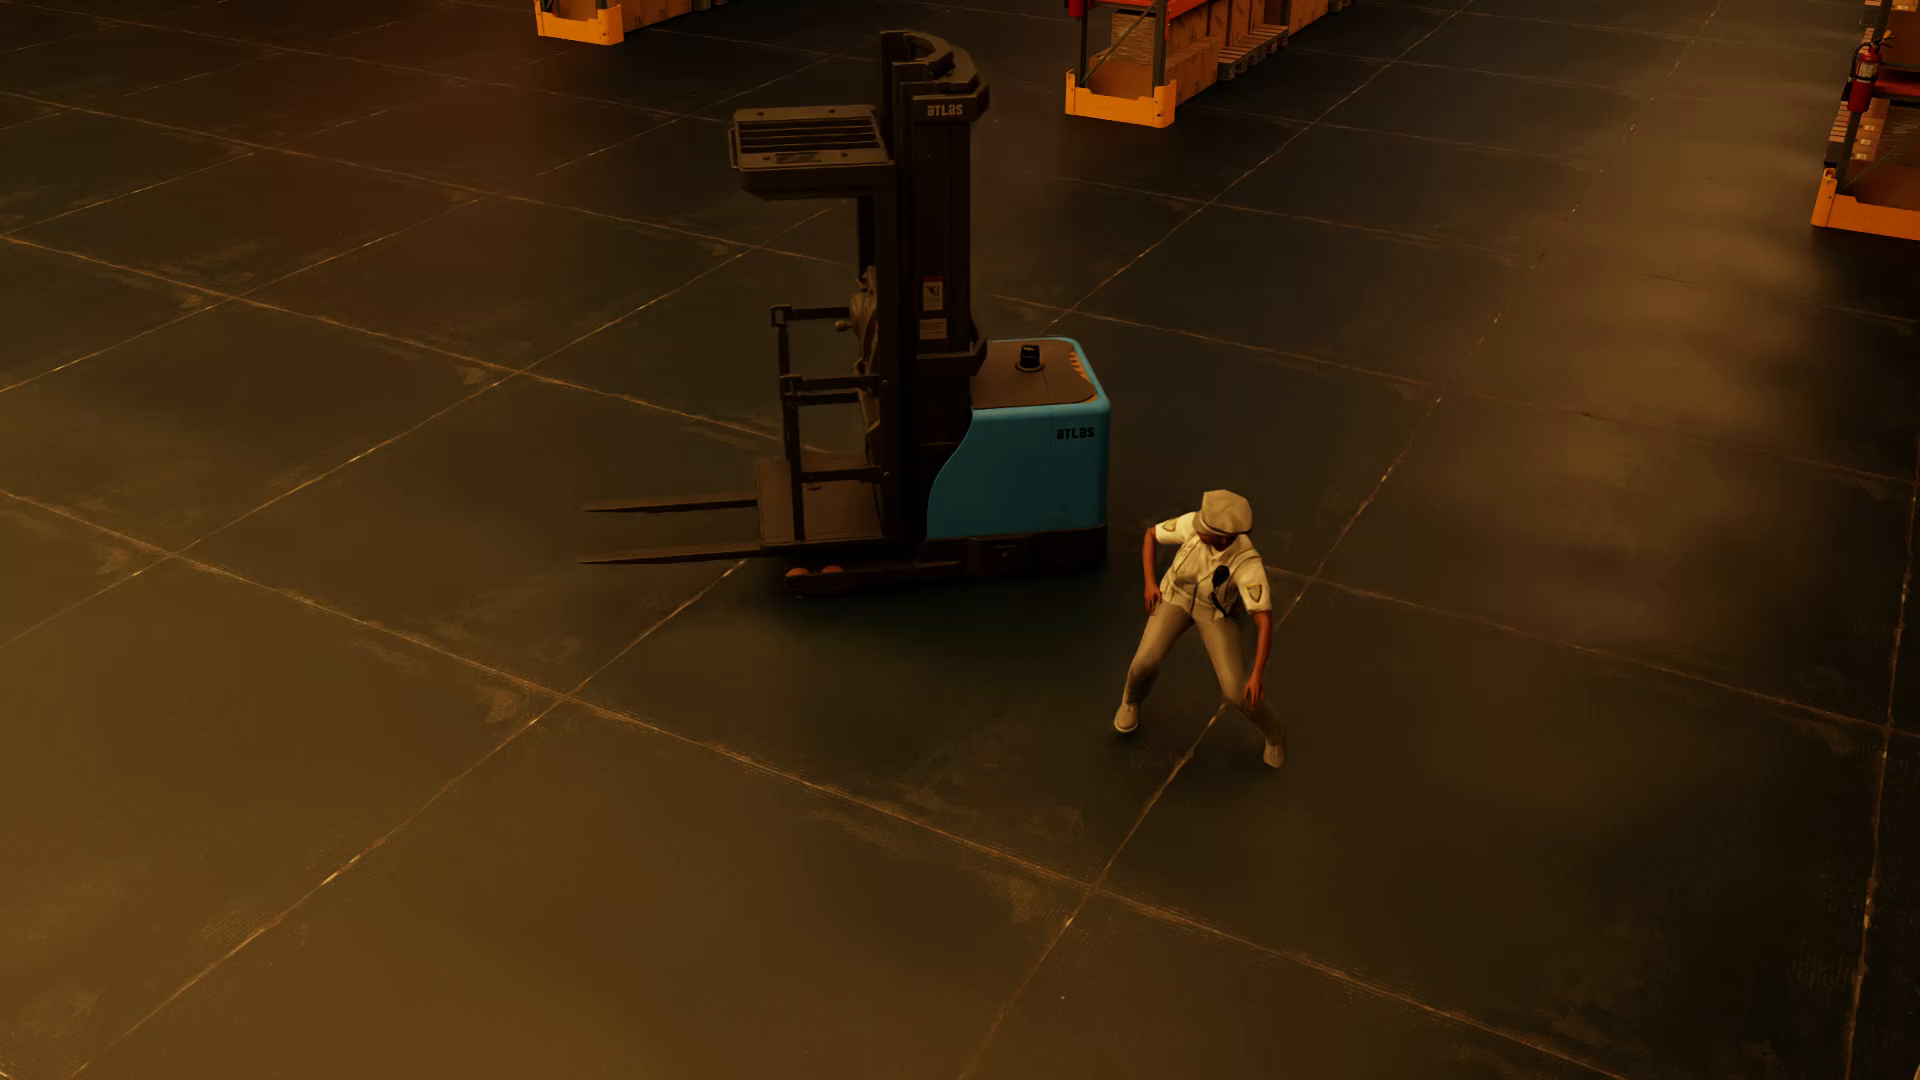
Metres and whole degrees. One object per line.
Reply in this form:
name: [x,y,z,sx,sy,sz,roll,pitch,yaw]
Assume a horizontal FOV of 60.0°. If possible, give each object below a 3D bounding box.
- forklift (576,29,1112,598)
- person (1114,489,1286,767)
forklift: [-0.704,-1.225,9.194,3.031,2.935,1.130,-4,30,-7]
person: [1.194,0.421,7.910,0.855,1.467,0.738,11,32,19]
